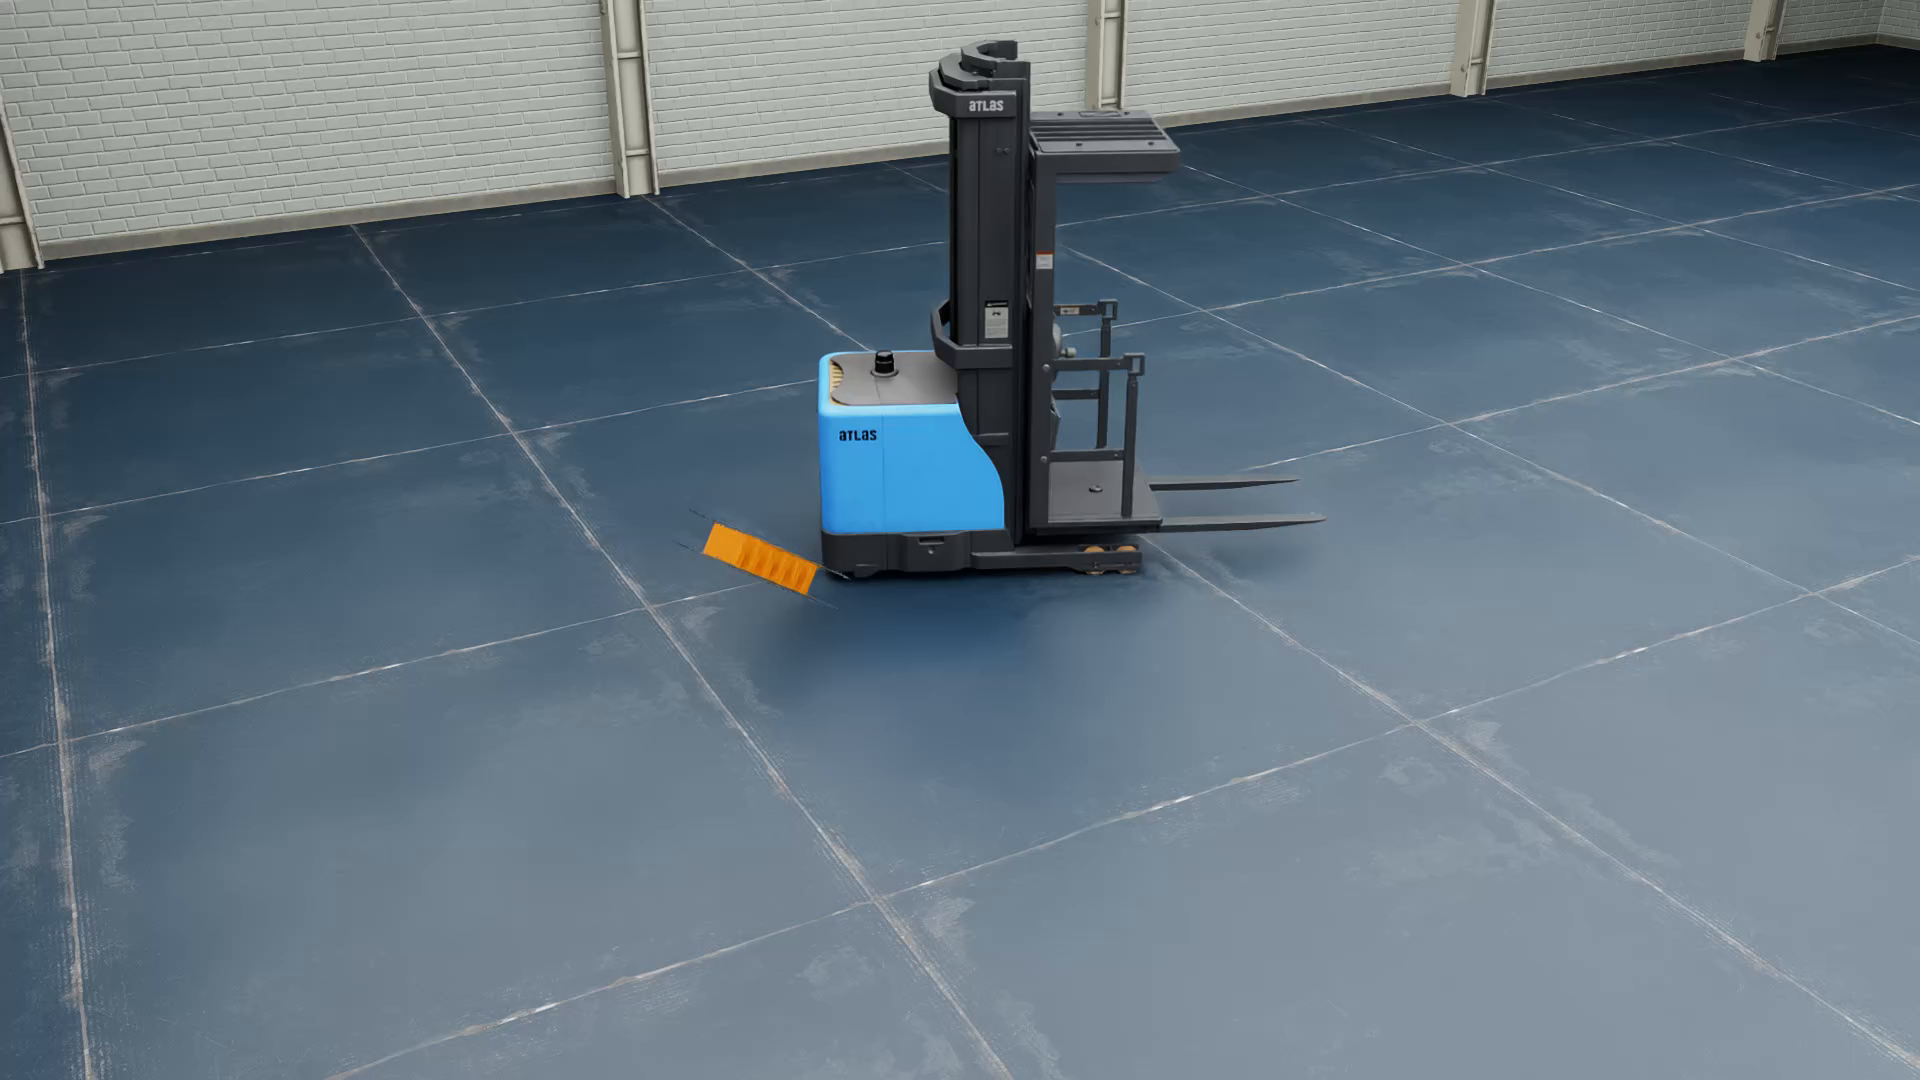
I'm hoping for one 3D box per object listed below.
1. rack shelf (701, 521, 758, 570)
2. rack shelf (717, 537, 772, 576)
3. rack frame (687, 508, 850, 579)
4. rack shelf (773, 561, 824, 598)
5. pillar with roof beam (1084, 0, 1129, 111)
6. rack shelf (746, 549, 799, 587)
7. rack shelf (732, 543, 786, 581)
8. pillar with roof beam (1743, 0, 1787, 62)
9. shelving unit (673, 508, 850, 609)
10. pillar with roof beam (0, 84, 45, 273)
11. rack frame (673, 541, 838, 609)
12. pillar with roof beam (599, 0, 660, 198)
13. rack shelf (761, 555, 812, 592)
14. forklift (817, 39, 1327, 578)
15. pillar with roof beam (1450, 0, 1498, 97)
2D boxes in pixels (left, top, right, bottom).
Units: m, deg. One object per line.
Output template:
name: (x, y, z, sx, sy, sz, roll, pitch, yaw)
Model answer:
rack shelf: (-1.209, 0.030, 8.742, 0.258, 0.180, 0.103, 19, -5, 34)
rack shelf: (-1.149, 0.062, 8.841, 0.258, 0.180, 0.103, 19, -5, 34)
rack frame: (-1.017, 0.029, 9.009, 0.240, 0.006, 1.200, 19, -5, 34)
rack shelf: (-0.908, 0.189, 9.237, 0.258, 0.180, 0.103, 19, -5, 34)
pillar with roof beam: (3.807, -7.418, 15.303, 0.400, 9.000, 9.100, -13, 29, -25)
rack shelf: (-1.029, 0.126, 9.039, 0.258, 0.180, 0.103, 19, -5, 34)
rack shelf: (-1.089, 0.094, 8.940, 0.258, 0.180, 0.103, 19, -5, 34)
pillar with roof beam: (14.396, -9.862, 20.393, 0.400, 9.000, 9.100, -13, 29, -25)
shelving unit: (-1.051, 0.114, 9.002, 0.258, 0.189, 1.200, 19, -5, 34)
pillar with roof beam: (-6.781, -4.974, 10.213, 0.400, 9.000, 9.100, -13, 29, -25)
rack frame: (-1.085, 0.199, 8.996, 0.240, 0.006, 1.200, 19, -5, 34)
pillar with roof beam: (-1.487, -6.196, 12.758, 0.400, 9.000, 9.100, -13, 29, -25)
rack shelf: (-0.969, 0.157, 9.138, 0.258, 0.180, 0.103, 19, -5, 34)
forklift: (0.672, -1.341, 9.656, 3.031, 2.935, 1.130, -2, 26, -4)
pillar with roof beam: (9.101, -8.640, 17.848, 0.400, 9.000, 9.100, -13, 29, -25)
